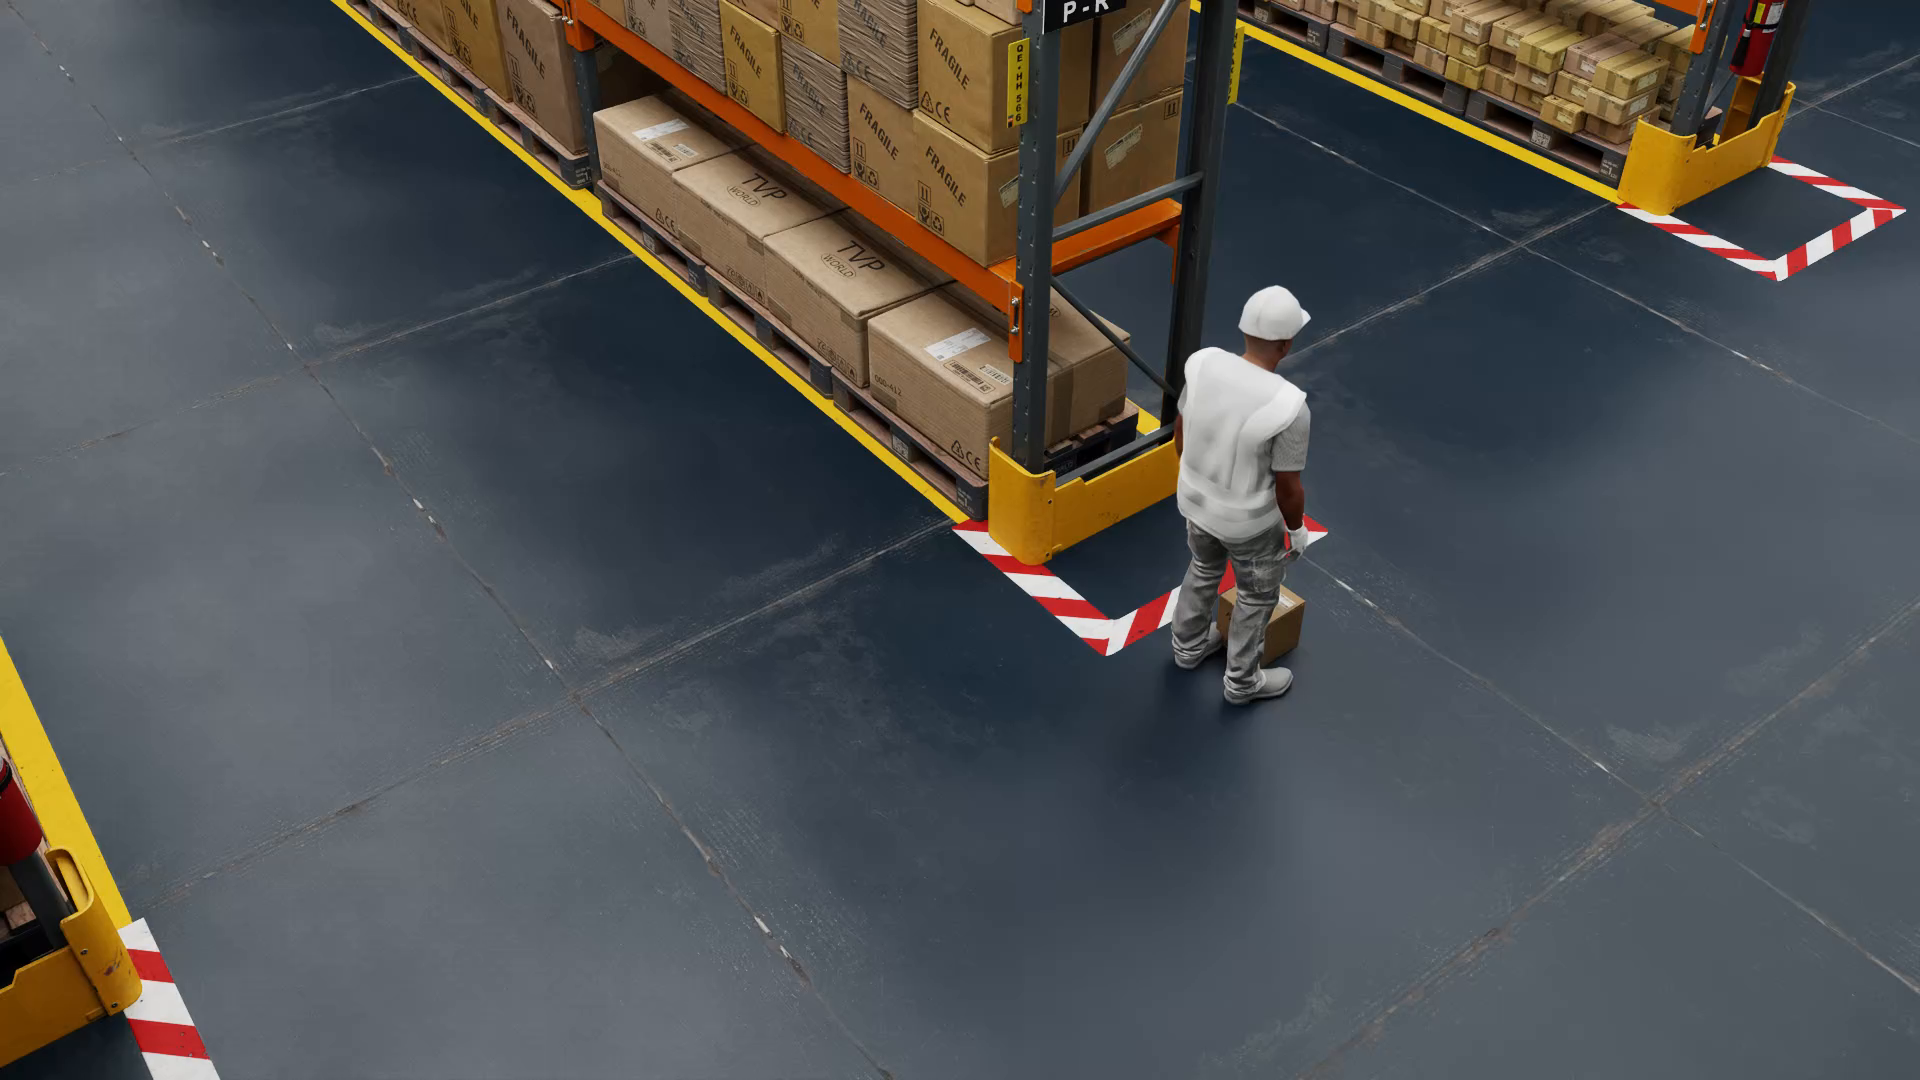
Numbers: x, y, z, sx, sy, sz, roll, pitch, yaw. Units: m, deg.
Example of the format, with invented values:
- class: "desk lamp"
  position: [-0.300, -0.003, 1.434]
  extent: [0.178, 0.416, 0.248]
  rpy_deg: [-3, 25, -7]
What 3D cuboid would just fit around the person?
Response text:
- class: "person"
  position: [1.075, -0.147, 6.323]
  extent: [0.446, 1.774, 0.619]
  rpy_deg: [-26, 46, -28]
